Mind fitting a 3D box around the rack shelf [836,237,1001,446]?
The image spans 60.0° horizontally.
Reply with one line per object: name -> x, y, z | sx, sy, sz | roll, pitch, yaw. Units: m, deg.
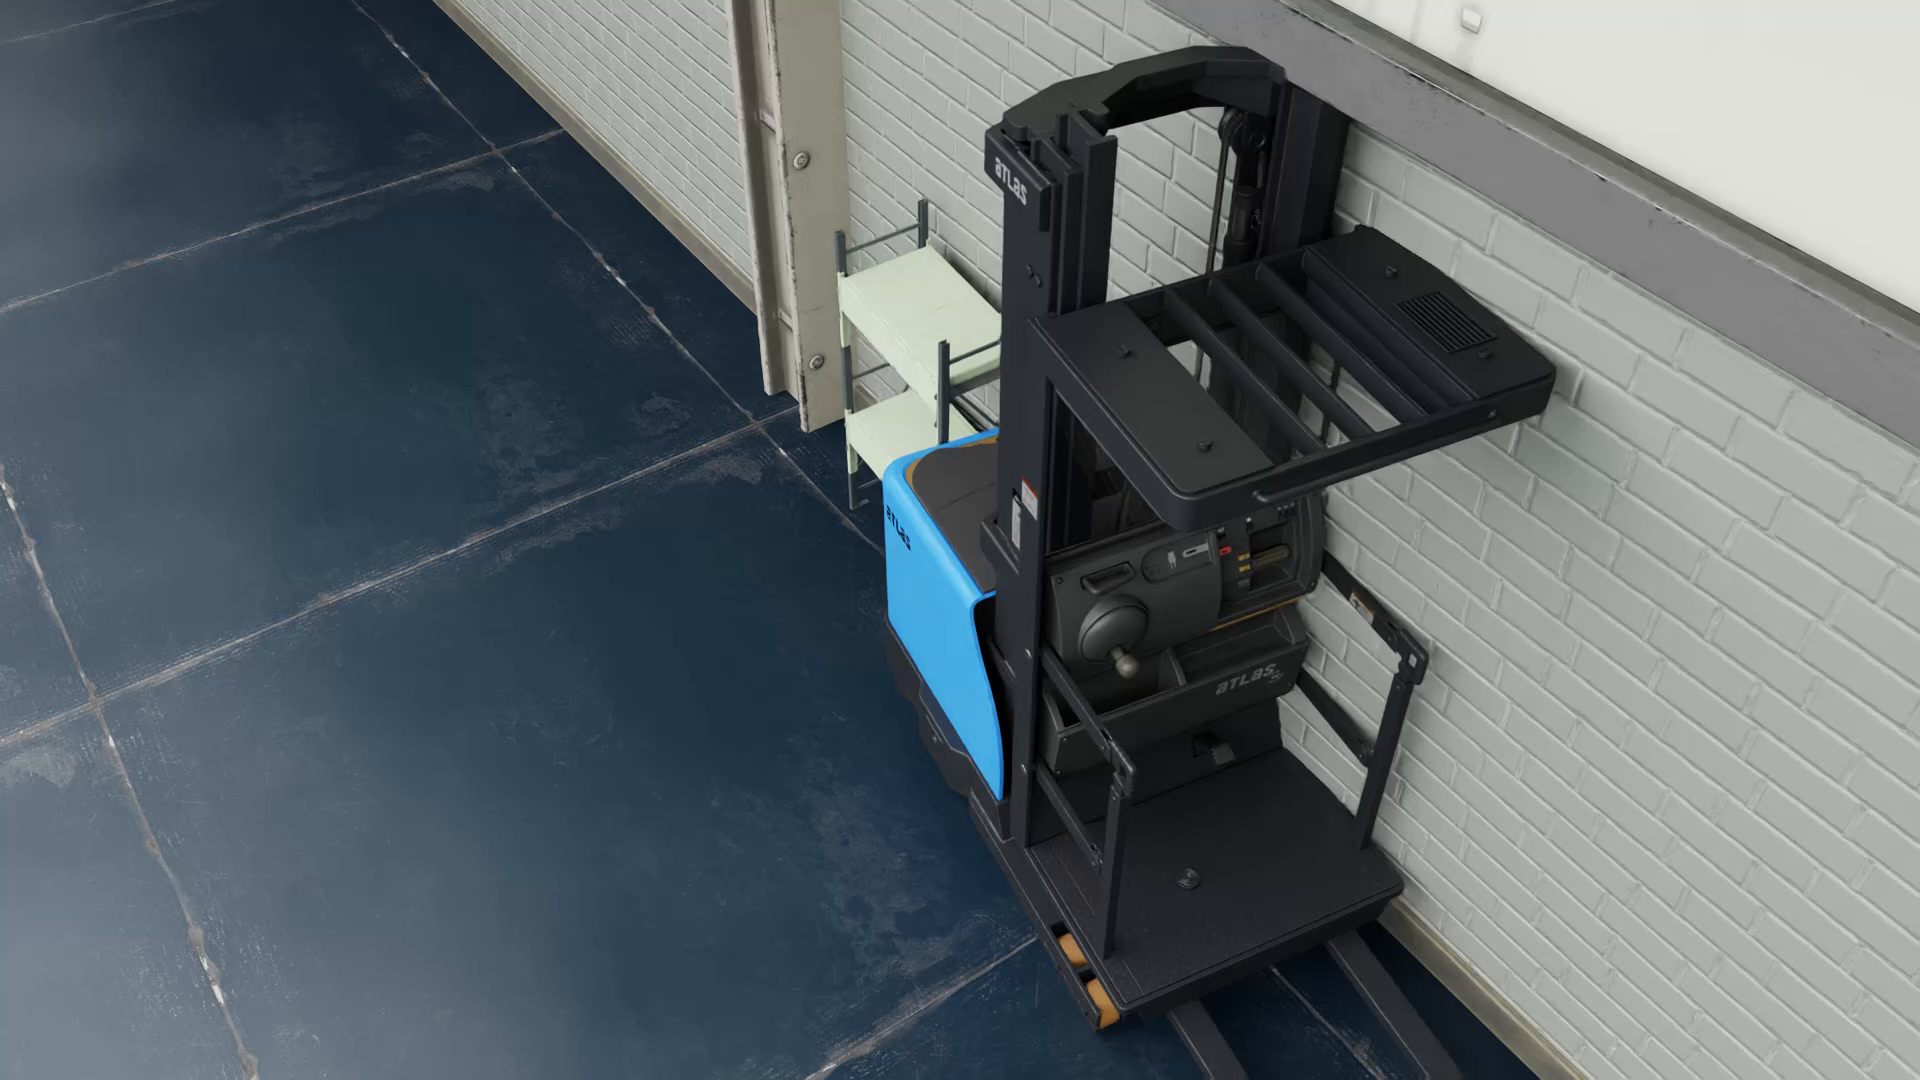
rack shelf -> -0.102, -0.749, 6.331 | 0.431, 0.370, 0.720 | -25, 53, -22

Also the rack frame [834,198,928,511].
rack frame -> -0.303, -0.717, 6.826 | 0.400, 1.500, 0.023 | -25, 53, -22

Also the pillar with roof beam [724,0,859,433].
pillar with roof beam -> -4.235, -2.226, 3.056 | 9.100, 9.000, 0.400 | -26, 49, -24

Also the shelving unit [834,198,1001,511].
shelving unit -> -0.106, -0.487, 6.620 | 0.431, 1.500, 0.755 | -25, 53, -22

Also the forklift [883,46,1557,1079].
forklift -> 0.791, 0.212, 4.897 | 1.130, 2.935, 3.031 | -18, 47, -18

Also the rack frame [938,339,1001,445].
rack frame -> 0.091, -0.257, 6.415 | 0.400, 1.500, 0.023 | -25, 53, -22

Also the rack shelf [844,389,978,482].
rack shelf -> -0.109, -0.268, 6.862 | 0.431, 0.370, 0.720 | -25, 53, -22
